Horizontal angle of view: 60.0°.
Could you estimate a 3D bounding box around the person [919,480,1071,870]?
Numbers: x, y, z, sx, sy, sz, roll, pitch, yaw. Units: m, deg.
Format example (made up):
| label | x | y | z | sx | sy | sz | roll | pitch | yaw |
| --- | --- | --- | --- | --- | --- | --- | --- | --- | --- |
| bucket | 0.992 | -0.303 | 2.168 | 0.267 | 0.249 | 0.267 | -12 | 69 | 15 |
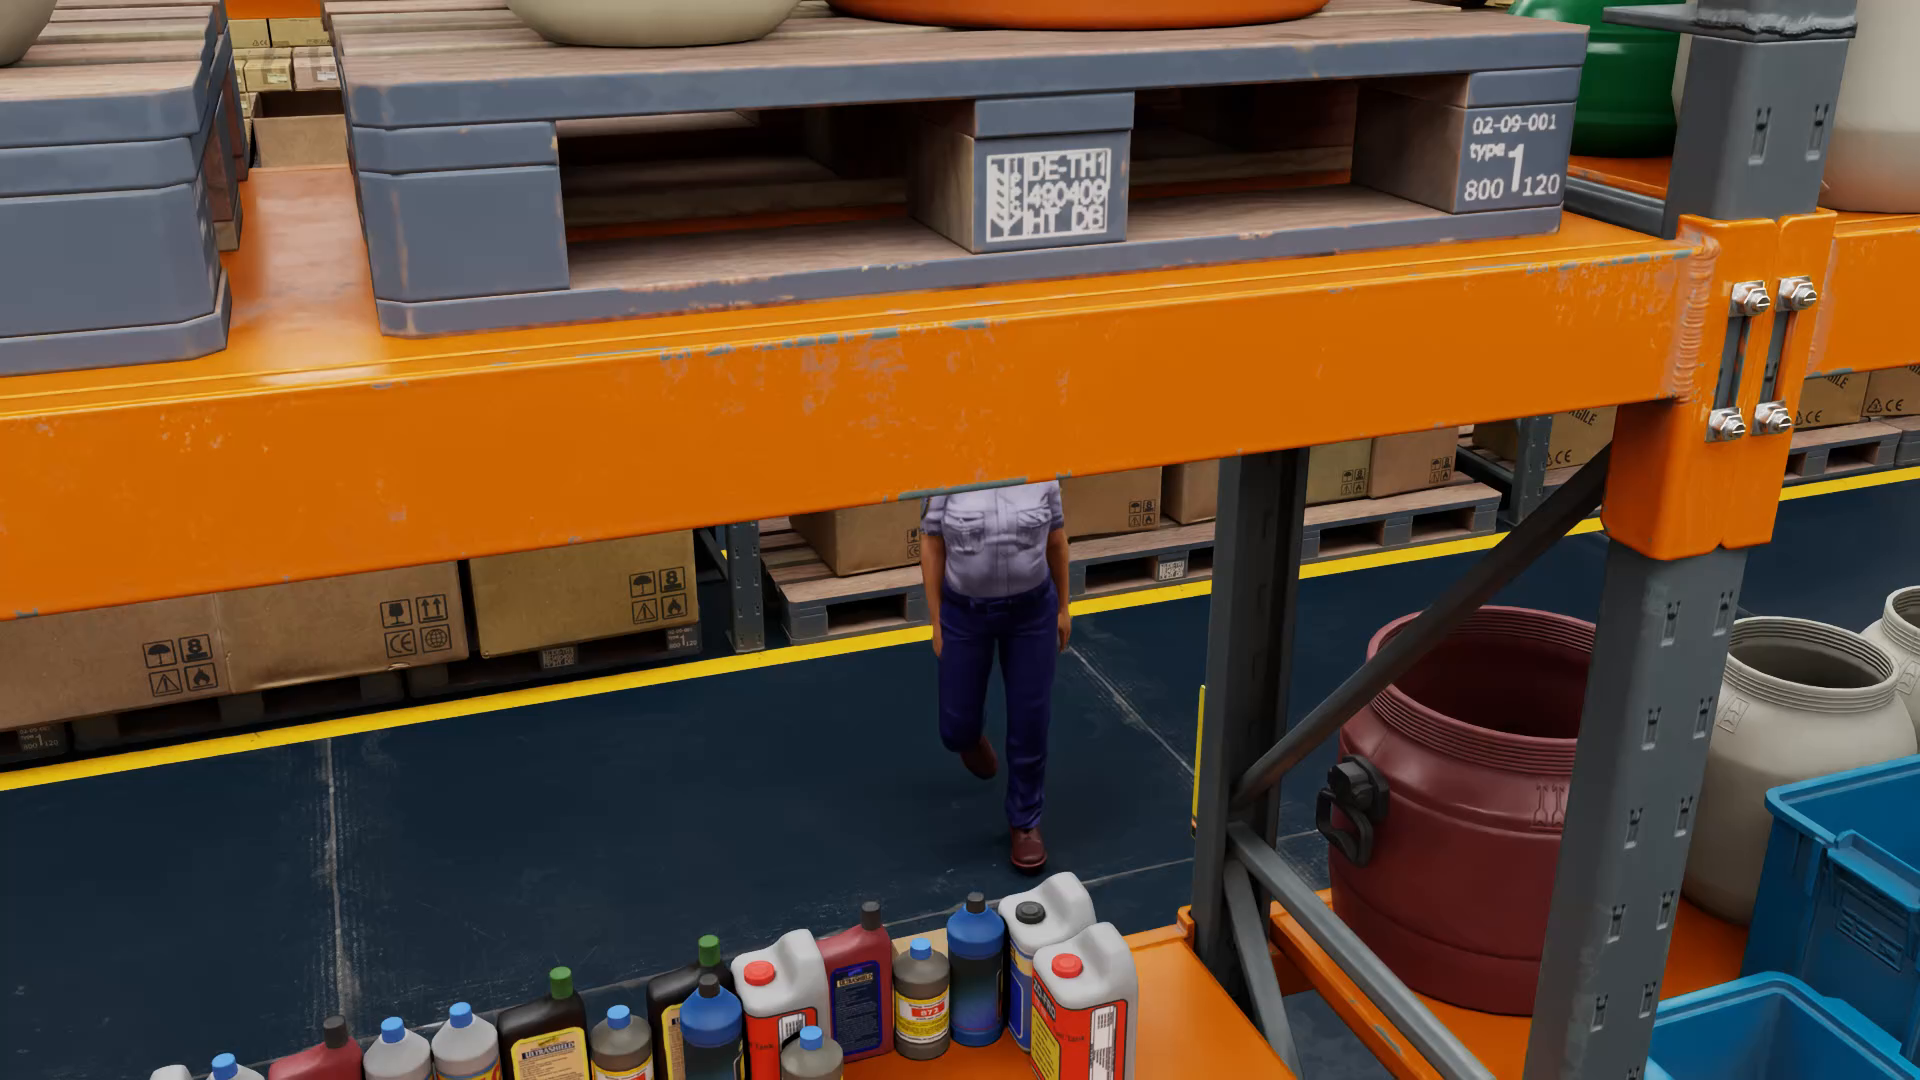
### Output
| label | x | y | z | sx | sy | sz | roll | pitch | yaw |
| --- | --- | --- | --- | --- | --- | --- | --- | --- | --- |
| person | 0.122 | 0.241 | 5.510 | 0.509 | 1.626 | 0.642 | -1 | 23 | -3 |
